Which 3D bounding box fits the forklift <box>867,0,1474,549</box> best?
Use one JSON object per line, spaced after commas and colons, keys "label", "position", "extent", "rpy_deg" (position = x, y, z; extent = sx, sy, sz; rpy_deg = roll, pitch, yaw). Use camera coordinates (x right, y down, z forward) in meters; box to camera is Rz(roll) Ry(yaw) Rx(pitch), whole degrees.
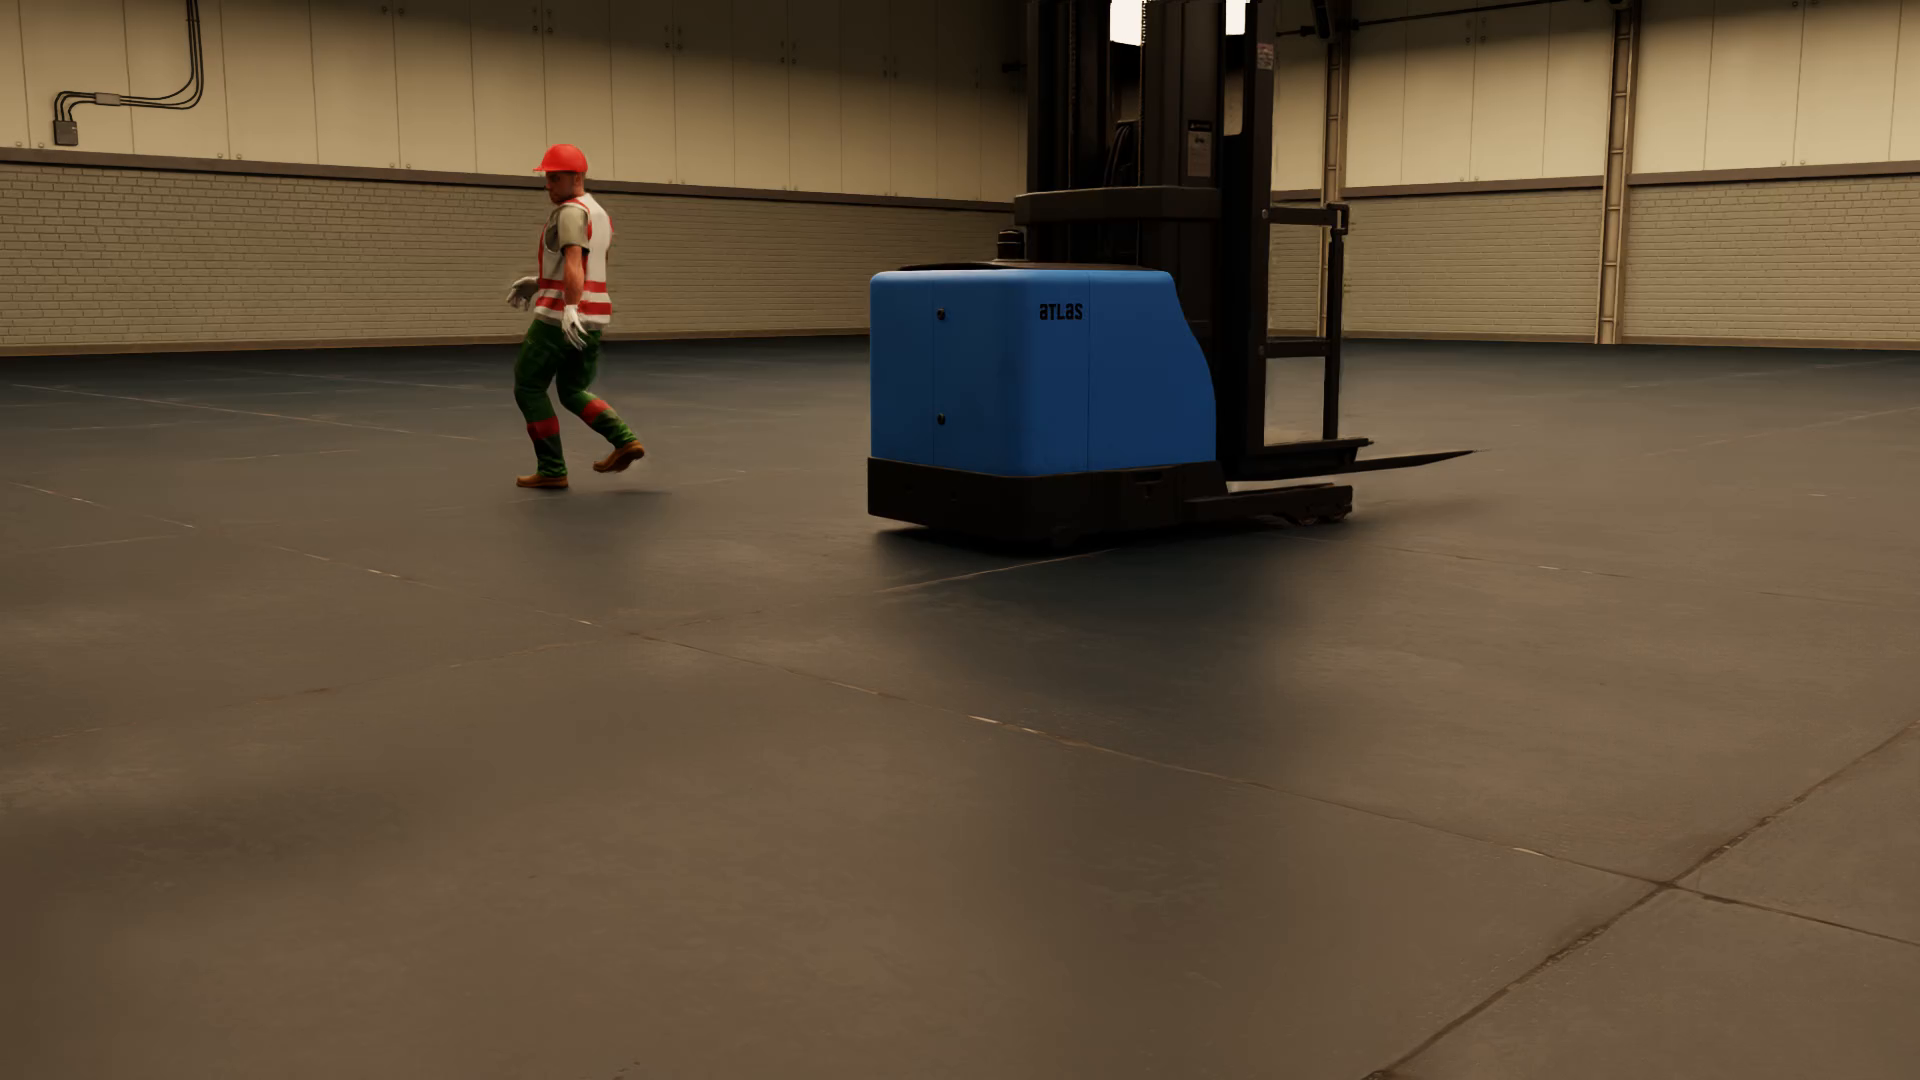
{"label": "forklift", "position": [1.096, -1.567, 7.278], "extent": [3.031, 2.935, 1.130], "rpy_deg": [-6, 11, -36]}

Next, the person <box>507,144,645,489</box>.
{"label": "person", "position": [-1.969, -1.104, 8.326], "extent": [0.706, 1.716, 0.664], "rpy_deg": [4, 9, 25]}
